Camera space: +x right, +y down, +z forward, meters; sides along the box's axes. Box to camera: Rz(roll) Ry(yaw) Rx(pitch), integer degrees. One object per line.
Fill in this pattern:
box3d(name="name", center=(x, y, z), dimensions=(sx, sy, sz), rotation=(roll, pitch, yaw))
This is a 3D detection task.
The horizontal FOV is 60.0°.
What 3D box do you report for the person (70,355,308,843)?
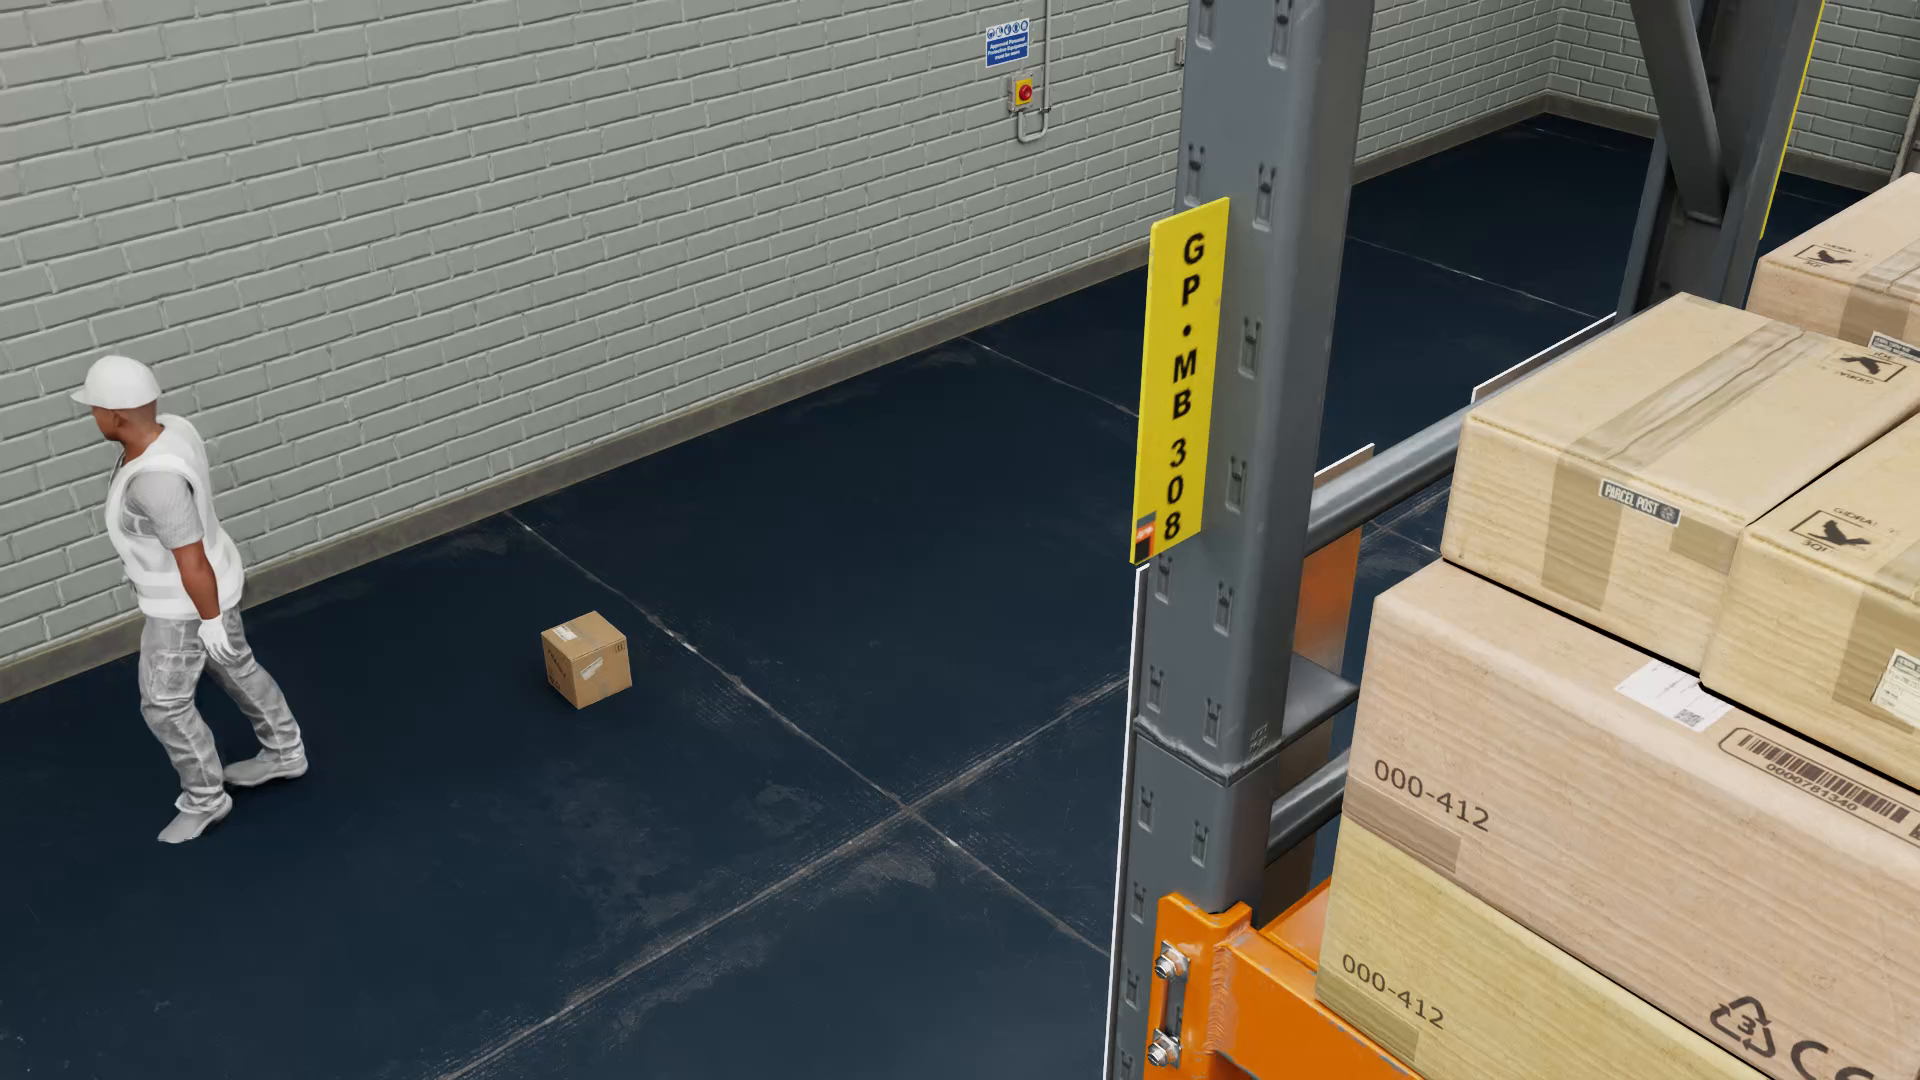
box3d(name="person", center=(-2.718, 0.222, 5.776), dimensions=(0.541, 1.850, 0.578), rotation=(-9, 33, -15))
